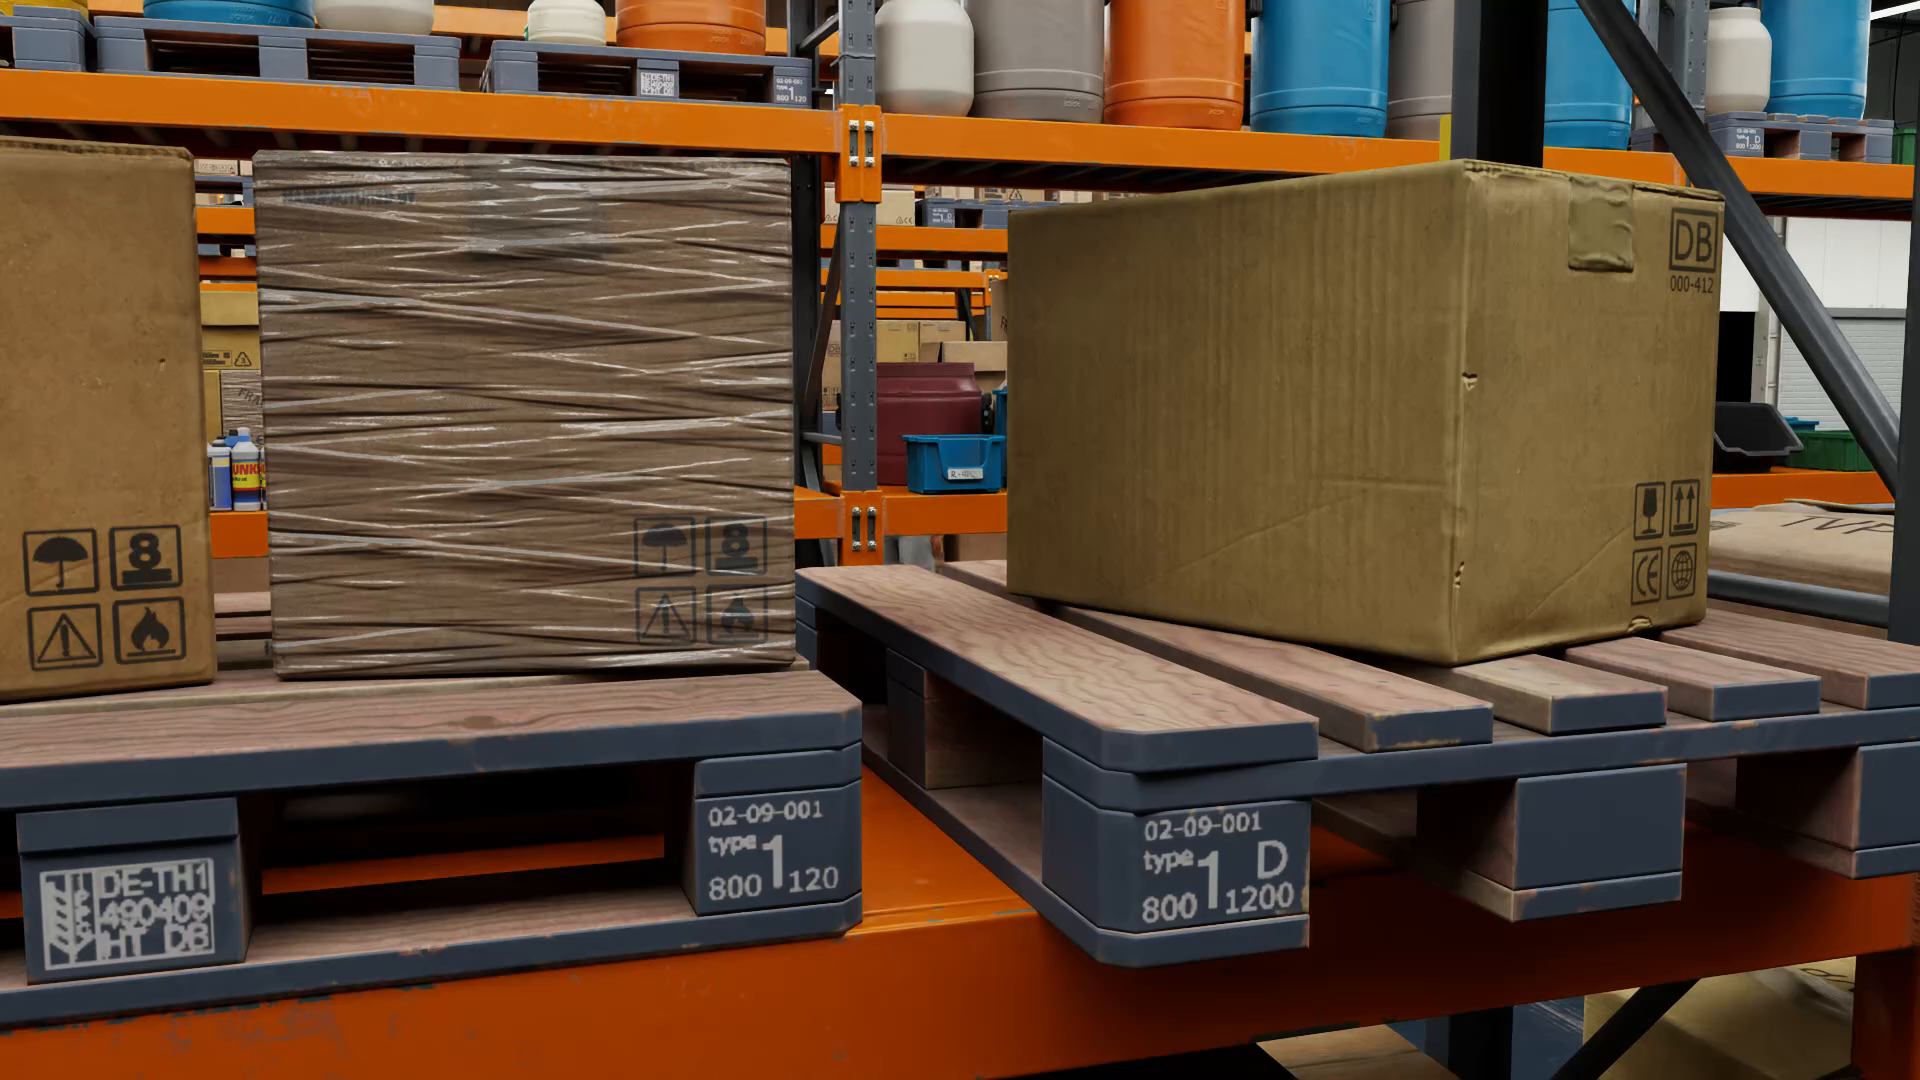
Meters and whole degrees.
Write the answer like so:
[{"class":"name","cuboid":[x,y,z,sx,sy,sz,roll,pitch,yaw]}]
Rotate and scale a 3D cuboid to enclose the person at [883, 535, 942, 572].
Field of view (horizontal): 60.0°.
[{"class":"person","cuboid":[-0.287,-0.034,9.851,0.559,1.660,0.521,5,8,39]}]
